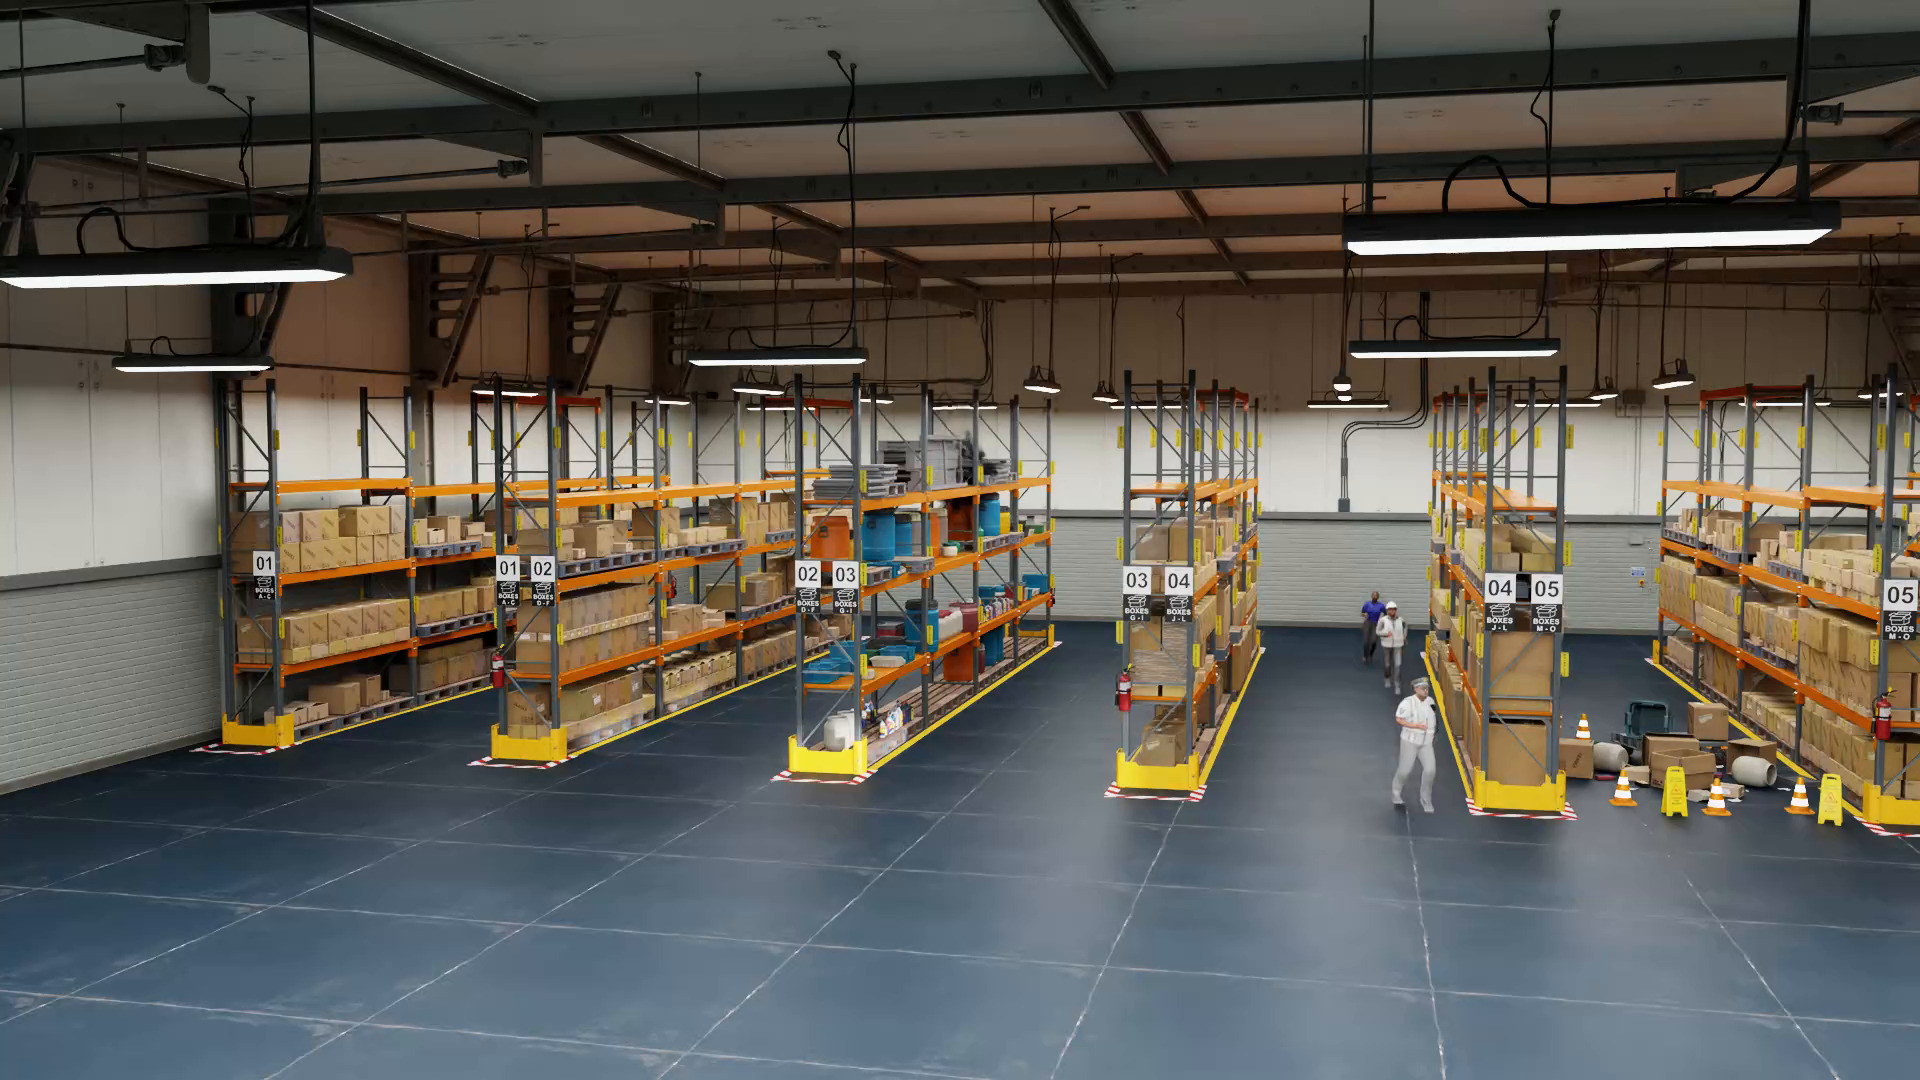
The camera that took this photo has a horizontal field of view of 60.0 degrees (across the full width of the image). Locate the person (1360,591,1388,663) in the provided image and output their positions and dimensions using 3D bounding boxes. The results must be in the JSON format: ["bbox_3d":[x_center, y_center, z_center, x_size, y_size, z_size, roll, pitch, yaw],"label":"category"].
[{"bbox_3d":[9.270,1.965,37.295,0.587,1.615,0.630,1,4,20],"label":"person"}]

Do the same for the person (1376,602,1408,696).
[{"bbox_3d":[8.549,2.119,32.912,0.645,1.800,0.918,1,3,10],"label":"person"}]

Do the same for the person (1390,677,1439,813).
[{"bbox_3d":[6.224,2.775,22.593,0.678,1.861,0.721,-1,4,-13],"label":"person"}]
